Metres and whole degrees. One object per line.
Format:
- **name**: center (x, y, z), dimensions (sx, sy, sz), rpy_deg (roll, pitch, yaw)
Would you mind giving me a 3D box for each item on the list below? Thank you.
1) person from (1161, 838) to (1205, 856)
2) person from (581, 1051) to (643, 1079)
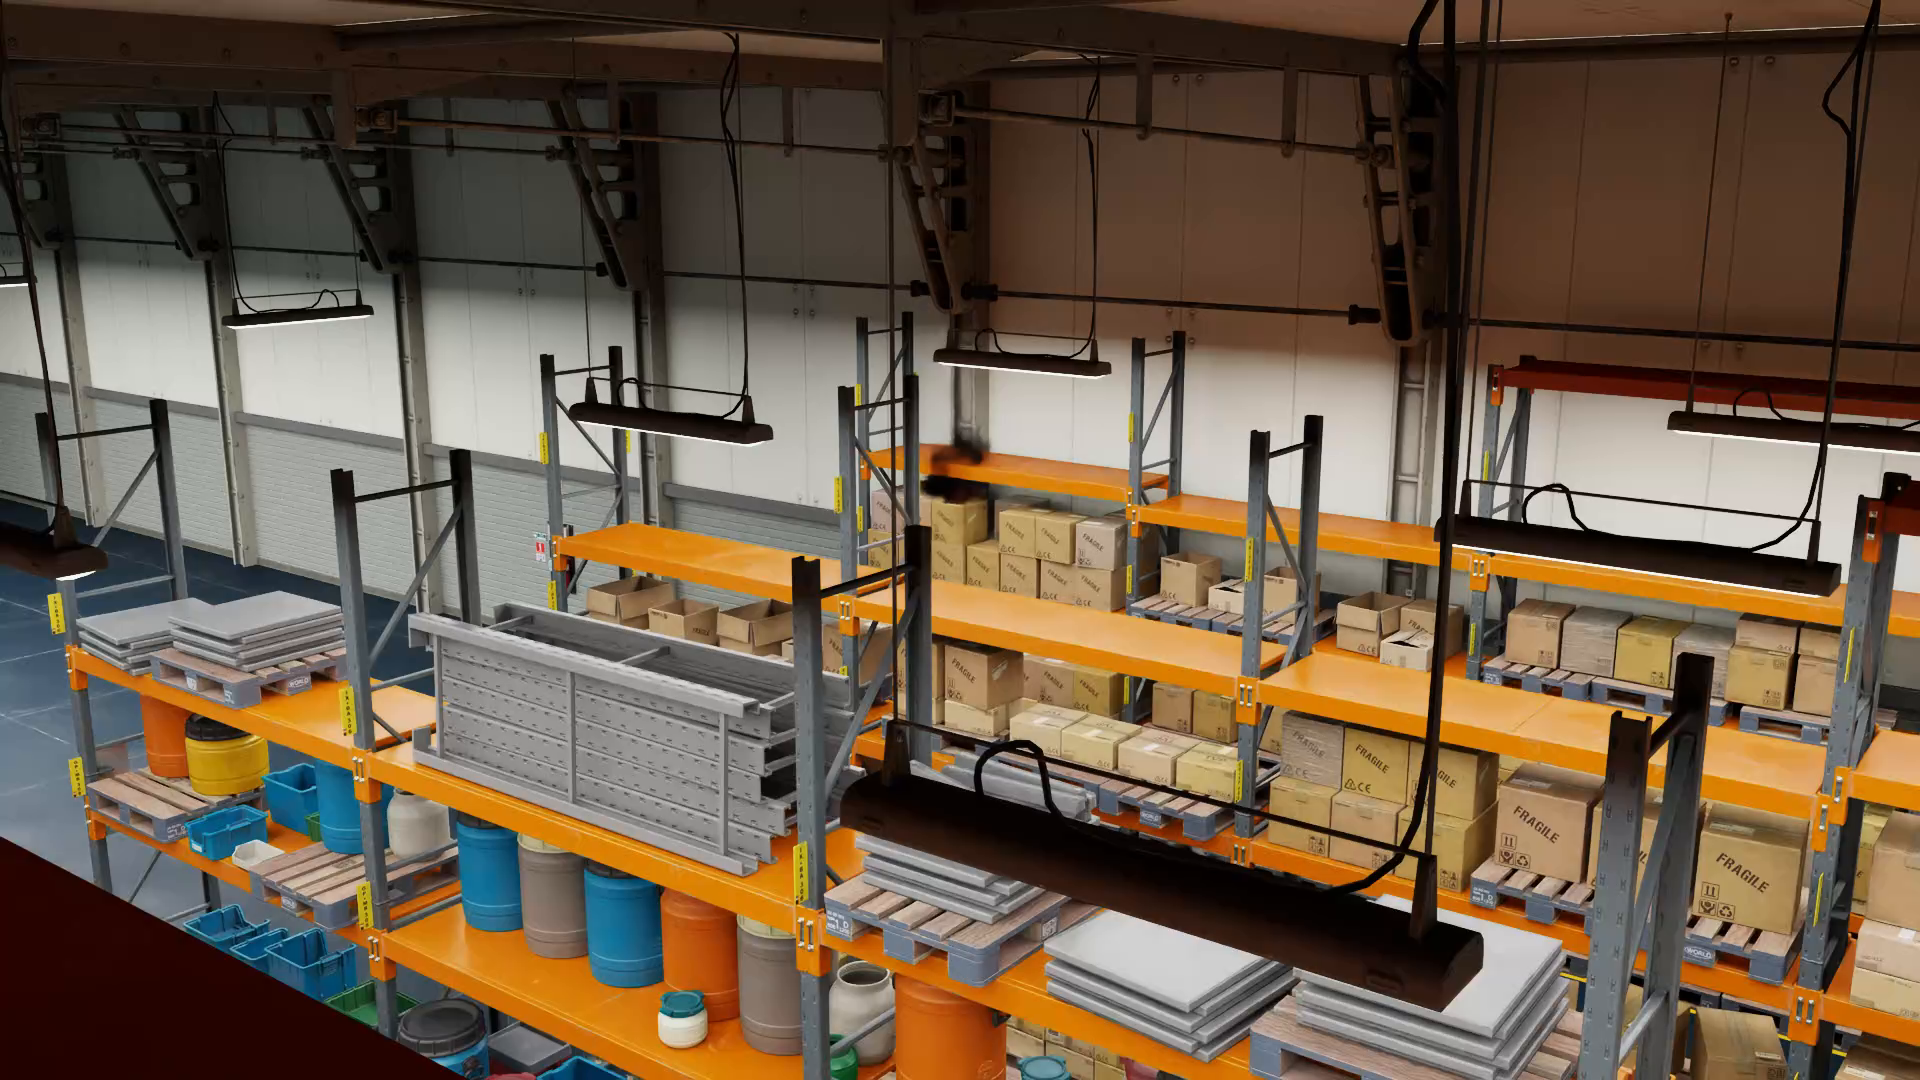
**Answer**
- **person**: center (2.021, 3.501, 16.249), dimensions (0.904, 1.734, 0.644), rpy_deg (10, 16, 37)
- **person**: center (-3.076, 3.937, 14.487), dimensions (0.940, 1.678, 0.558), rpy_deg (6, 15, 26)
